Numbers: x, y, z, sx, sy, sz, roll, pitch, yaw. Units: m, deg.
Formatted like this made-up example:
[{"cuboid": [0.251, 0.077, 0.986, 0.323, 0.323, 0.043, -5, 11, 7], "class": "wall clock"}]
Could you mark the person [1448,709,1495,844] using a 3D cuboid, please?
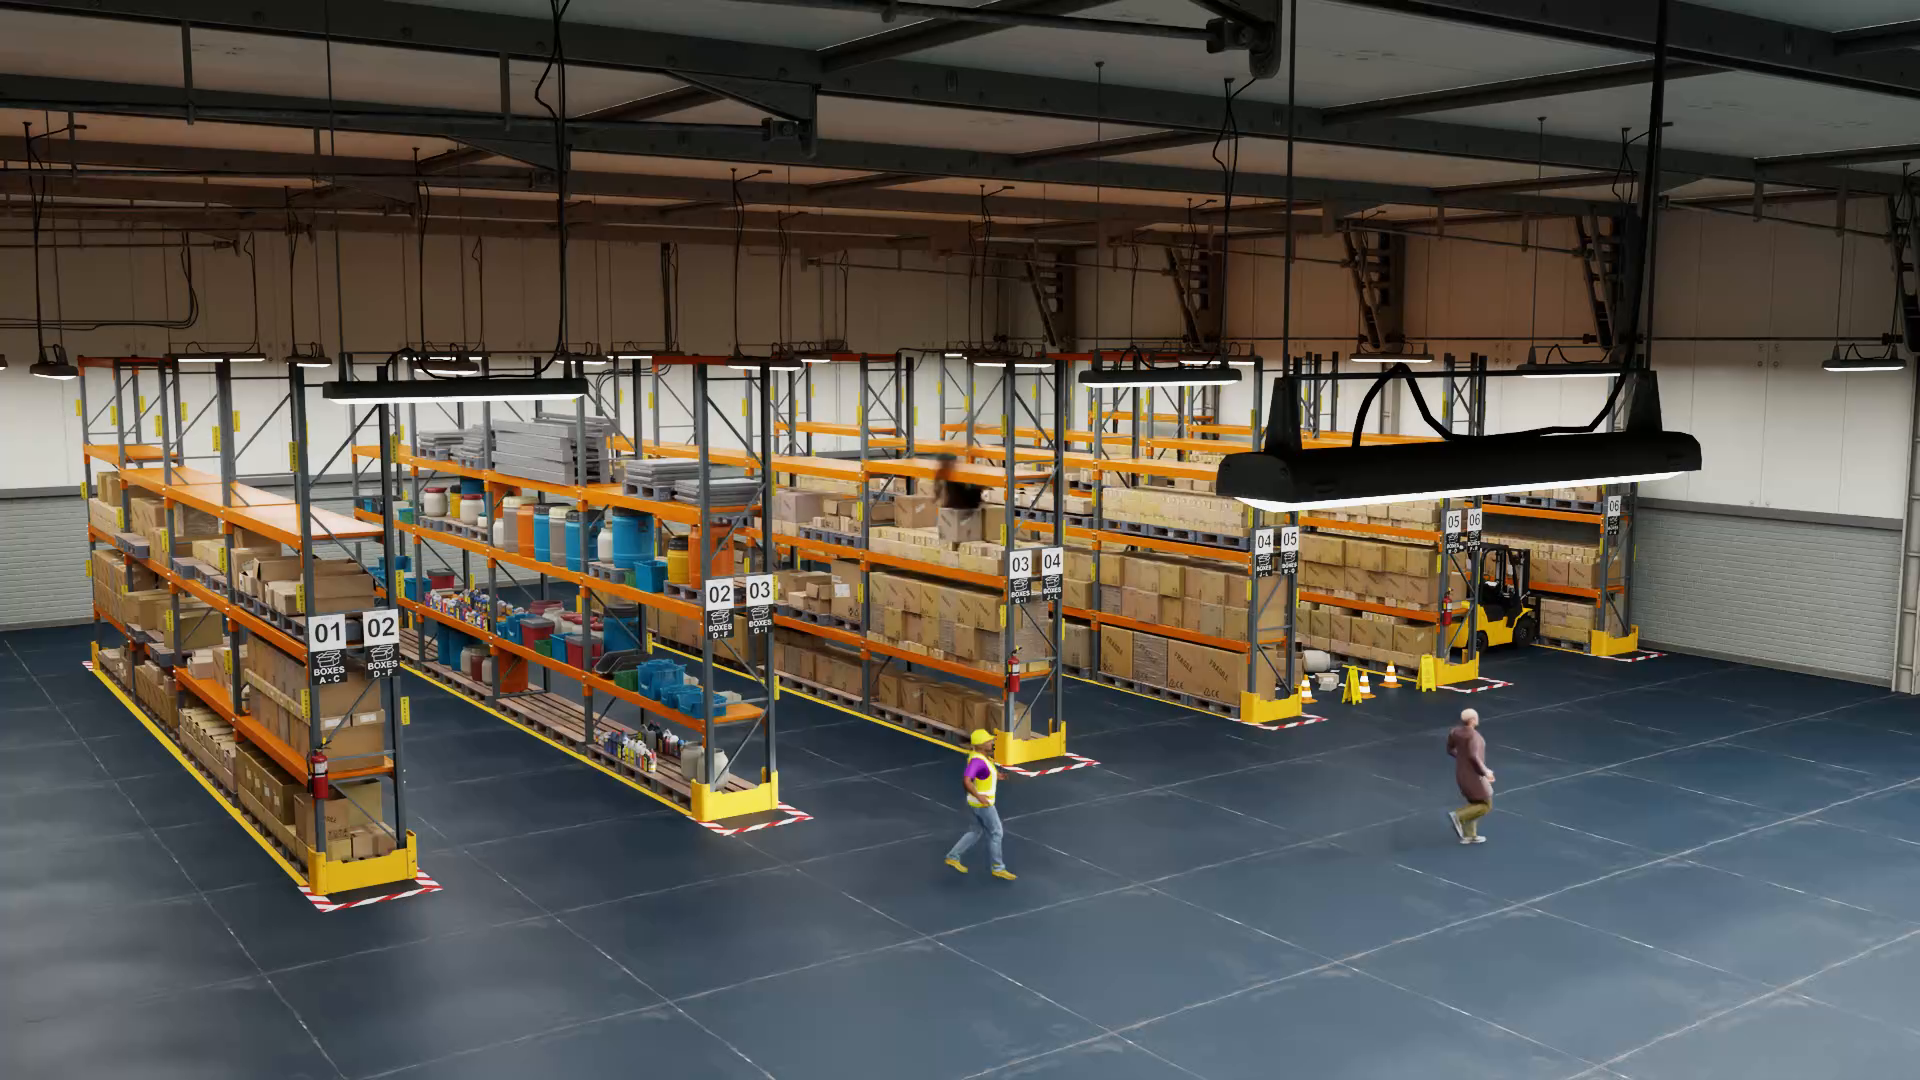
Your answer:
[{"cuboid": [6.353, 2.958, 20.807, 0.640, 1.727, 0.671, -2, 7, -16], "class": "person"}]

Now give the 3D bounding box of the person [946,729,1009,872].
[{"cuboid": [0.216, 3.041, 19.435, 0.747, 1.686, 0.688, -1, 7, -9], "class": "person"}]

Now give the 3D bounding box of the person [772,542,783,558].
[{"cuboid": [-4.708, 0.568, 42.014, 0.846, 1.354, 0.666, -1, 7, -7], "class": "person"}]
